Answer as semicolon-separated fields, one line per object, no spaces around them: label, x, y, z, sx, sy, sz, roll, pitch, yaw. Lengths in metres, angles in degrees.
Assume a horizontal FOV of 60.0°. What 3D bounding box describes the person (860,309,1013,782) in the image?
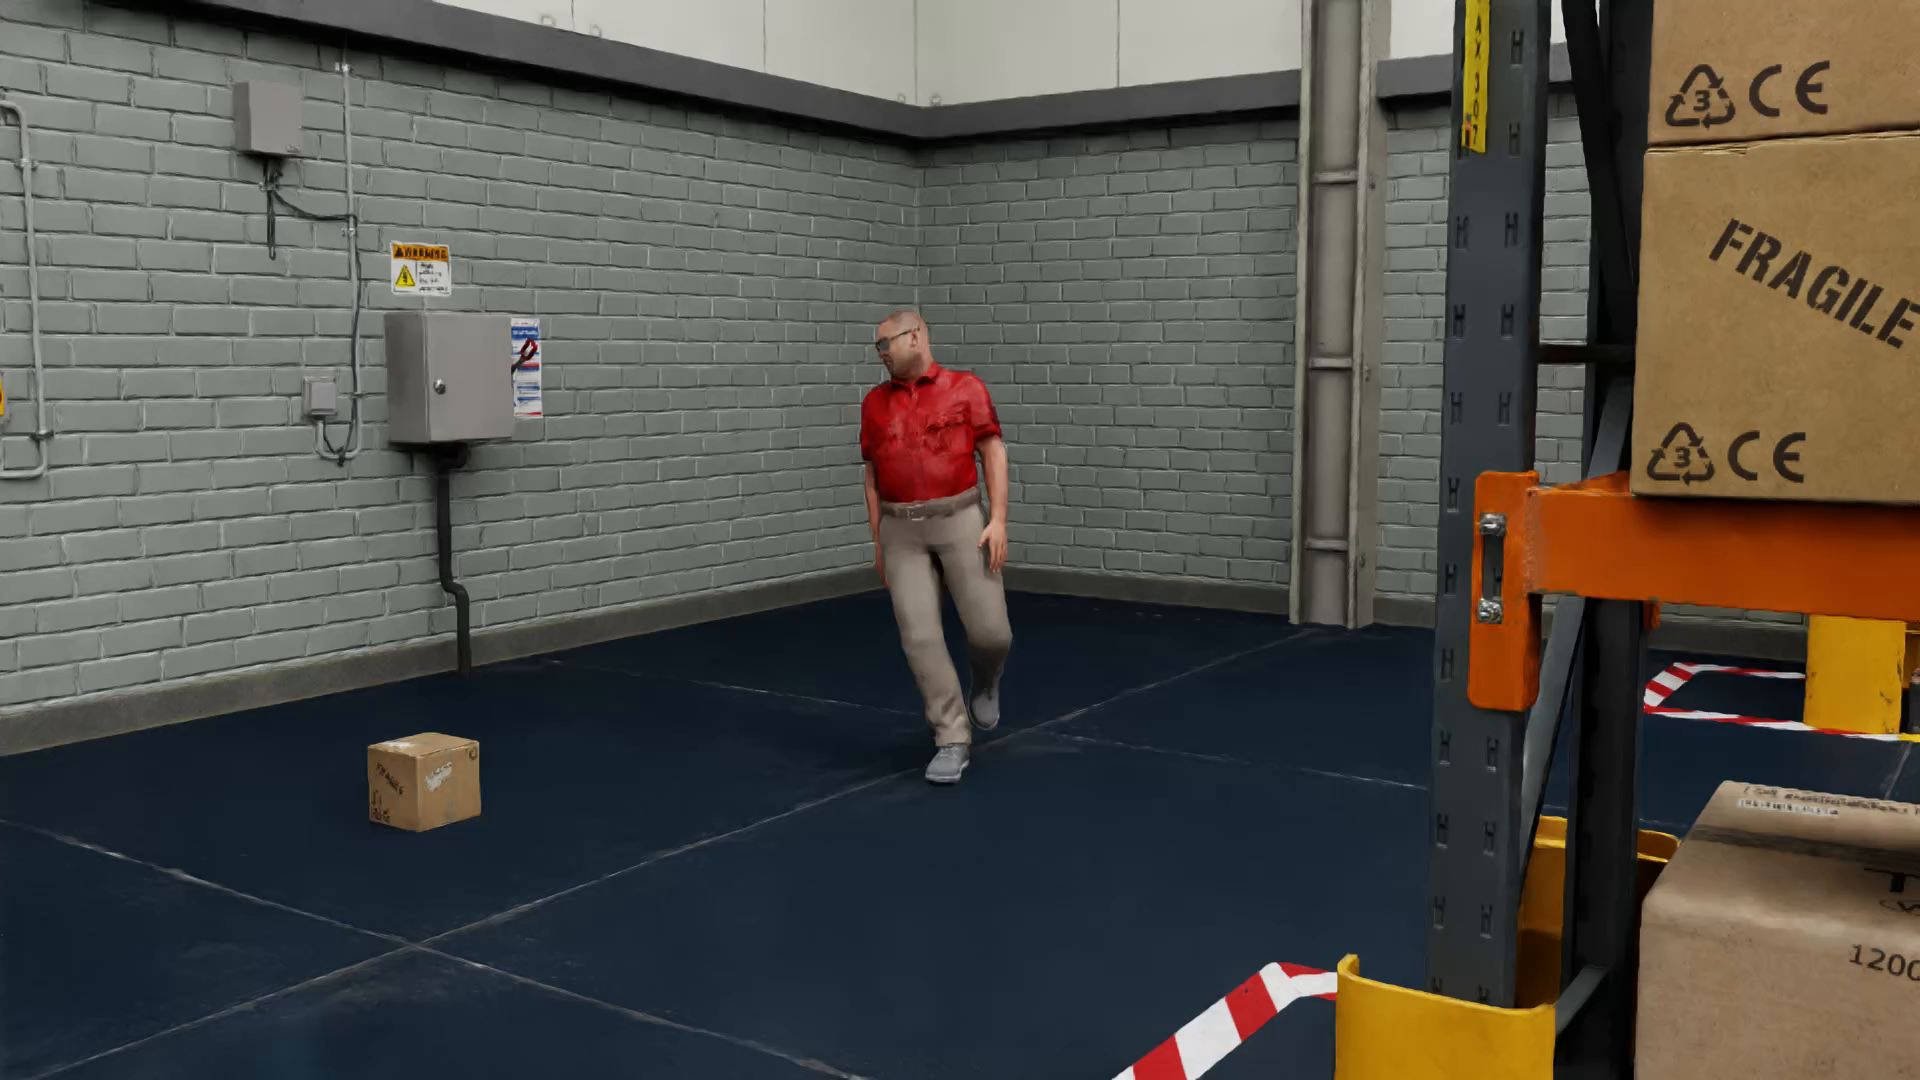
person;-0.093;-0.011;6.151;0.609;1.675;0.764;1;6;13
